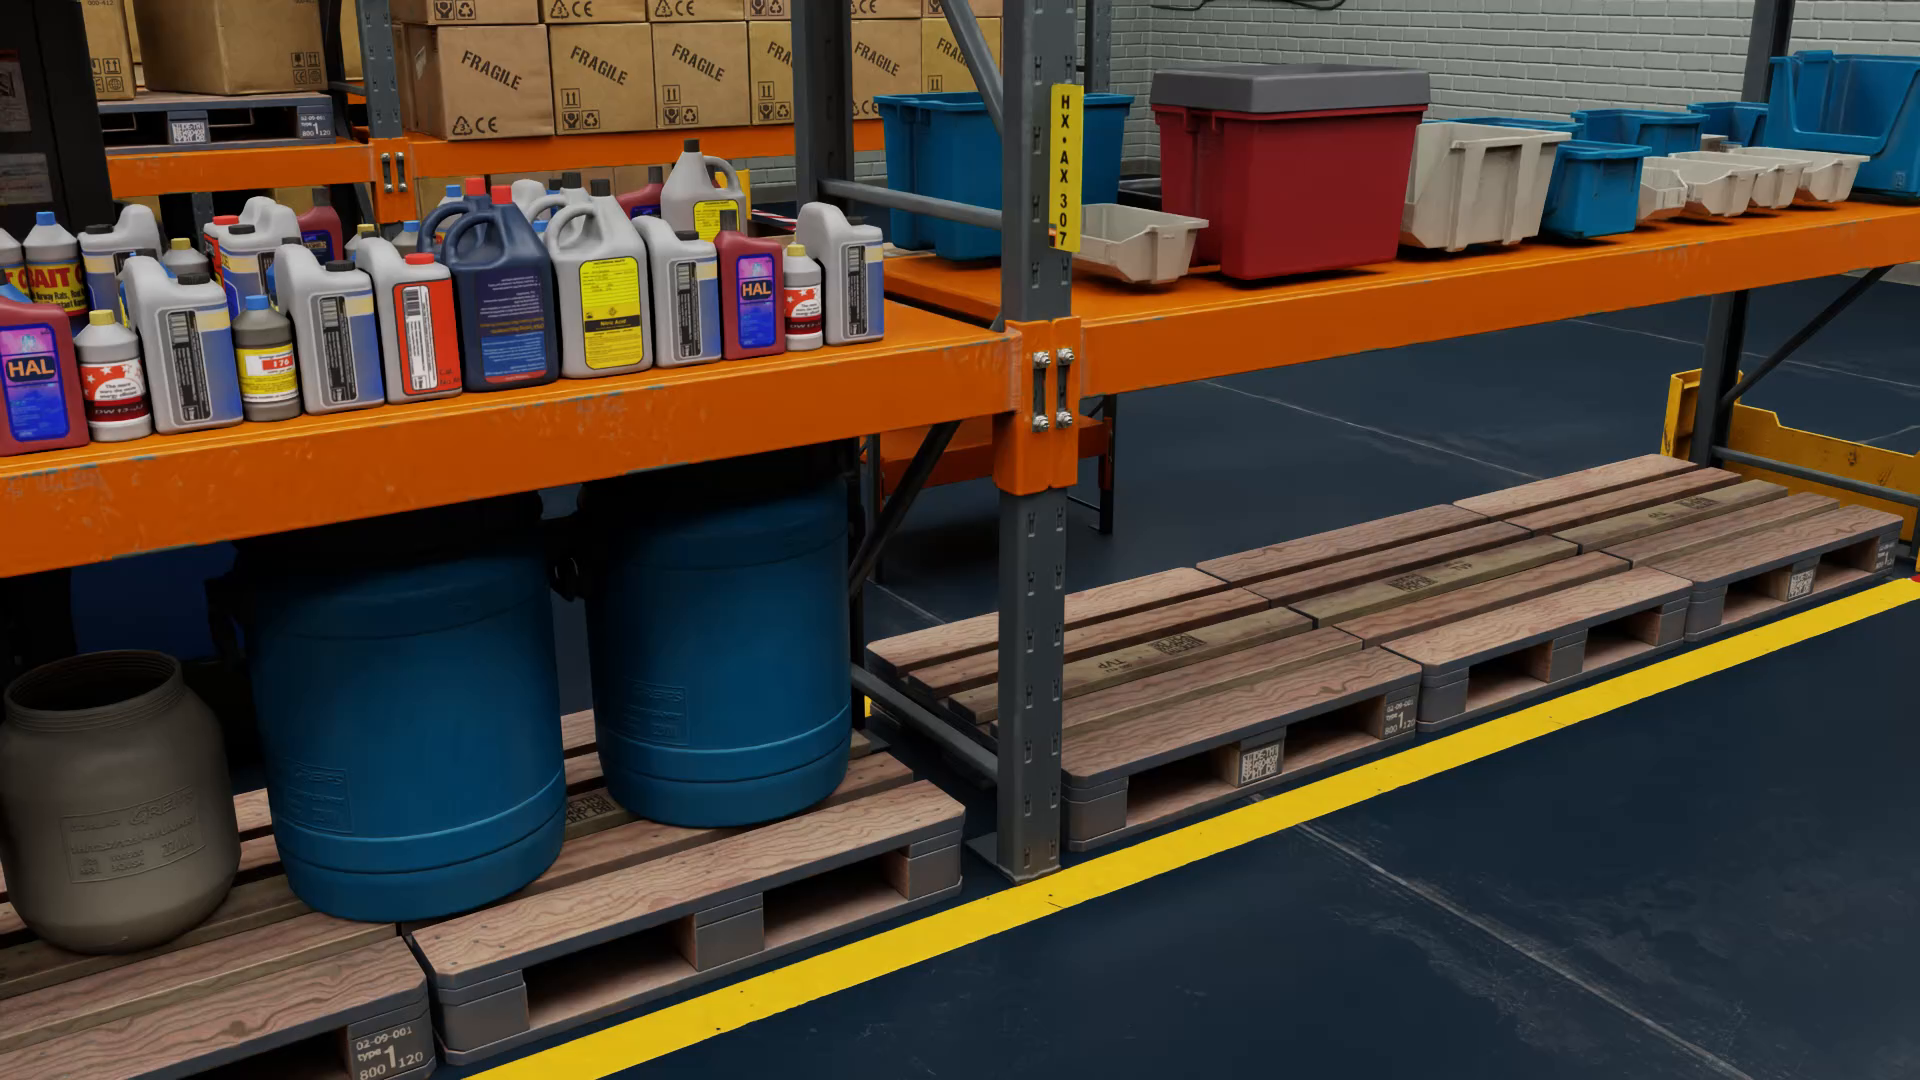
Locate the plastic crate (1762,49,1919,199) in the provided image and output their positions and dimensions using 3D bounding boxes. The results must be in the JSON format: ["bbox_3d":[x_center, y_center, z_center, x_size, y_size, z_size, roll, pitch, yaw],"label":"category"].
[{"bbox_3d":[3.075,-1.401,5.556,0.499,0.435,0.616,-12,22,-31],"label":"plastic crate"}]

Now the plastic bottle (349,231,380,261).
[{"bbox_3d":[-1.051,-0.420,3.005,0.097,0.271,0.097,0,19,0],"label":"plastic bottle"}]

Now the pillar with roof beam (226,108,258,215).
[{"bbox_3d":[-3.061,-5.455,8.330,0.400,9.000,9.100,-12,22,-31],"label":"pillar with roof beam"}]

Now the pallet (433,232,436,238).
[{"bbox_3d":[-3.840,-2.418,13.069,1.213,0.211,1.003,-12,22,-31],"label":"pallet"}]

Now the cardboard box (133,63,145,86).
[{"bbox_3d":[-5.664,-3.165,11.285,0.250,0.149,0.380,-12,22,-31],"label":"cardboard box"}]

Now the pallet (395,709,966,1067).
[{"bbox_3d":[-0.756,0.686,3.887,1.213,0.211,1.003,-12,22,-31],"label":"pallet"}]

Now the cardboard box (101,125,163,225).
[{"bbox_3d":[-6.009,-2.441,11.484,0.750,0.750,0.750,-12,22,-31],"label":"cardboard box"}]

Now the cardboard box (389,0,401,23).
[{"bbox_3d":[-2.530,-2.765,8.023,0.500,0.500,0.500,-12,22,-31],"label":"cardboard box"}]

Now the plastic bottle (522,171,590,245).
[{"bbox_3d":[-0.756,-0.526,3.194,0.185,0.351,0.144,-12,22,-31],"label":"plastic bottle"}]

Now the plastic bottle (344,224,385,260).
[{"bbox_3d":[-1.265,-0.575,3.571,0.097,0.201,0.097,0,19,0],"label":"plastic bottle"}]

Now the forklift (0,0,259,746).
[{"bbox_3d":[-2.881,-0.802,4.040,3.031,2.935,1.130,-11,22,-30],"label":"forklift"}]

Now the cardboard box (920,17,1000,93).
[{"bbox_3d":[-0.125,-2.594,9.077,0.500,0.500,0.500,-12,22,-31],"label":"cardboard box"}]

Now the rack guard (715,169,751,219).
[{"bbox_3d":[-2.177,-2.935,14.145,0.348,0.500,1.175,-12,22,-31],"label":"rack guard"}]

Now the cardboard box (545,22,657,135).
[{"bbox_3d":[-1.809,-2.241,8.034,0.500,0.500,0.500,-11,22,-30],"label":"cardboard box"}]

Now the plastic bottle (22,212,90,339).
[{"bbox_3d":[-1.764,-0.503,3.249,0.097,0.271,0.097,0,19,0],"label":"plastic bottle"}]

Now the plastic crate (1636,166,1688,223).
[{"bbox_3d":[1.964,-1.016,4.885,0.250,0.136,0.298,-12,22,-31],"label":"plastic crate"}]

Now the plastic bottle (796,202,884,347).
[{"bbox_3d":[-0.240,-0.546,3.369,0.135,0.276,0.152,-12,22,-31],"label":"plastic bottle"}]

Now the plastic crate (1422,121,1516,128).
[{"bbox_3d":[1.514,-1.174,5.201,0.300,0.233,0.416,-12,22,-31],"label":"plastic crate"}]

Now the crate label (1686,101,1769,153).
[{"bbox_3d":[2.864,-1.458,6.043,0.303,0.233,0.416,-12,22,-31],"label":"crate label"}]

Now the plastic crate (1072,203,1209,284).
[{"bbox_3d":[0.378,-0.707,3.972,0.243,0.136,0.396,-12,22,-31],"label":"plastic crate"}]

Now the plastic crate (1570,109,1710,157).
[{"bbox_3d":[2.315,-1.342,5.700,0.300,0.233,0.416,-12,22,-31],"label":"plastic crate"}]

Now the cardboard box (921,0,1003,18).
[{"bbox_3d":[-0.111,-3.070,8.925,0.500,0.500,0.500,-11,22,-30],"label":"cardboard box"}]

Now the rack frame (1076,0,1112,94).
[{"bbox_3d":[0.530,-2.790,9.815,0.127,3.000,1.000,-12,22,-31],"label":"rack frame"}]

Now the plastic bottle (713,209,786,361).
[{"bbox_3d":[-0.409,-0.496,3.211,0.133,0.283,0.061,-12,22,-31],"label":"plastic bottle"}]

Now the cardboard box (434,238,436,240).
[{"bbox_3d":[-2.490,-1.286,8.582,0.500,0.500,0.500,-12,22,-31],"label":"cardboard box"}]

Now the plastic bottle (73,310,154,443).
[{"bbox_3d":[-1.355,-0.265,2.654,0.097,0.201,0.097,0,19,0],"label":"plastic bottle"}]

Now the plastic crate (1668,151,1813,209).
[{"bbox_3d":[2.420,-1.129,5.219,0.243,0.136,0.396,-12,22,-31],"label":"plastic crate"}]

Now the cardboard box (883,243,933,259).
[{"bbox_3d":[-0.497,-1.588,9.865,0.500,0.250,0.500,-12,22,-31],"label":"cardboard box"}]

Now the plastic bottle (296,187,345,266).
[{"bbox_3d":[-1.372,-0.598,3.512,0.133,0.283,0.061,-12,22,-31],"label":"plastic bottle"}]

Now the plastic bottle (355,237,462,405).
[{"bbox_3d":[-0.967,-0.392,2.916,0.135,0.276,0.152,-12,22,-31],"label":"plastic bottle"}]

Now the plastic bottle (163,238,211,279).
[{"bbox_3d":[-1.570,-0.510,3.381,0.097,0.201,0.097,0,19,0],"label":"plastic bottle"}]

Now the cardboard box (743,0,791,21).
[{"bbox_3d":[-0.971,-2.887,8.384,0.500,0.500,0.500,-11,22,-30],"label":"cardboard box"}]

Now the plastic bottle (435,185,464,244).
[{"bbox_3d":[-1.103,-0.642,3.661,0.097,0.271,0.097,0,19,0],"label":"plastic bottle"}]

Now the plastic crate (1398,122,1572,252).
[{"bbox_3d":[1.288,-0.952,4.469,0.530,0.282,0.437,-12,22,-31],"label":"plastic crate"}]

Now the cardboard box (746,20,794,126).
[{"bbox_3d":[-0.966,-2.419,8.559,0.500,0.500,0.500,-12,22,-32],"label":"cardboard box"}]

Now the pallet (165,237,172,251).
[{"bbox_3d":[-6.141,-1.933,11.633,1.213,0.211,1.003,-12,22,-31],"label":"pallet"}]

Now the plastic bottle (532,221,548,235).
[{"bbox_3d":[-0.907,-0.592,3.622,0.097,0.201,0.097,0,19,0],"label":"plastic bottle"}]

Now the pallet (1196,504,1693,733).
[{"bbox_3d":[1.524,0.205,5.310,1.213,0.211,1.003,-12,22,-31],"label":"pallet"}]

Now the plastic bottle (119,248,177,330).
[{"bbox_3d":[-1.357,-0.356,2.814,0.097,0.271,0.097,0,19,0],"label":"plastic bottle"}]

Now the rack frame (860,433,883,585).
[{"bbox_3d":[-0.419,-0.445,5.803,0.032,1.125,0.500,-12,22,-31],"label":"rack frame"}]

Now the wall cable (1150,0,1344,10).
[{"bbox_3d":[2.723,-6.386,15.933,0.112,2.526,3.097,-12,22,-31],"label":"wall cable"}]

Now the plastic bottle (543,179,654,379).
[{"bbox_3d":[-0.677,-0.487,3.080,0.185,0.351,0.144,-12,22,-31],"label":"plastic bottle"}]

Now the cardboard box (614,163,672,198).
[{"bbox_3d":[-2.727,-2.979,13.621,0.500,0.500,0.700,-12,22,-31],"label":"cardboard box"}]

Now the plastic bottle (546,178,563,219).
[{"bbox_3d":[-0.909,-0.683,3.782,0.097,0.271,0.097,0,19,0],"label":"plastic bottle"}]

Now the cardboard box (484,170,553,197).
[{"bbox_3d":[-3.564,-2.803,13.098,0.500,0.500,0.700,-13,22,-33],"label":"cardboard box"}]

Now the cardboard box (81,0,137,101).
[{"bbox_3d":[-3.868,-2.170,7.169,0.500,0.500,0.700,-8,20,-23],"label":"cardboard box"}]

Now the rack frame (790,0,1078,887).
[{"bbox_3d":[-0.089,-0.760,3.810,0.127,3.000,1.000,-12,22,-31],"label":"rack frame"}]

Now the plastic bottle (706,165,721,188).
[{"bbox_3d":[-0.630,-0.754,3.975,0.133,0.283,0.061,-12,22,-31],"label":"plastic bottle"}]

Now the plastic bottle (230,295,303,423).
[{"bbox_3d":[-1.161,-0.306,2.775,0.097,0.201,0.097,0,19,0],"label":"plastic bottle"}]

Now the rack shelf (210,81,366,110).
[{"bbox_3d":[-3.867,-3.422,12.805,4.000,0.370,1.077,-12,22,-31],"label":"rack shelf"}]

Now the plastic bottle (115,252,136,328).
[{"bbox_3d":[-1.568,-0.452,3.210,0.097,0.201,0.097,0,19,0],"label":"plastic bottle"}]

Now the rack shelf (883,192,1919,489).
[{"bbox_3d":[1.581,-0.772,4.967,4.000,0.370,1.077,-12,22,-31],"label":"rack shelf"}]

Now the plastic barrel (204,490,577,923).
[{"bbox_3d":[-1.144,0.251,3.440,0.708,0.901,0.600,-12,22,-31],"label":"plastic barrel"}]

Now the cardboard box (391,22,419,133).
[{"bbox_3d":[-2.534,-2.290,8.178,0.500,0.500,0.500,-11,22,-31],"label":"cardboard box"}]

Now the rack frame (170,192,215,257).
[{"bbox_3d":[-5.538,-3.410,11.648,0.127,3.000,1.000,-12,22,-31],"label":"rack frame"}]

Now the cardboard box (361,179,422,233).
[{"bbox_3d":[-4.435,-2.617,12.549,0.500,0.500,0.700,-12,22,-32],"label":"cardboard box"}]

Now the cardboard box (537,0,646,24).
[{"bbox_3d":[-1.831,-2.706,7.847,0.500,0.500,0.500,-13,22,-33],"label":"cardboard box"}]

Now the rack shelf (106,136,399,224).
[{"bbox_3d":[-4.481,-1.393,6.804,4.000,0.370,1.077,-12,22,-31],"label":"rack shelf"}]

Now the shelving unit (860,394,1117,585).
[{"bbox_3d":[0.006,-0.534,6.068,1.048,1.125,0.538,-12,22,-31],"label":"shelving unit"}]
